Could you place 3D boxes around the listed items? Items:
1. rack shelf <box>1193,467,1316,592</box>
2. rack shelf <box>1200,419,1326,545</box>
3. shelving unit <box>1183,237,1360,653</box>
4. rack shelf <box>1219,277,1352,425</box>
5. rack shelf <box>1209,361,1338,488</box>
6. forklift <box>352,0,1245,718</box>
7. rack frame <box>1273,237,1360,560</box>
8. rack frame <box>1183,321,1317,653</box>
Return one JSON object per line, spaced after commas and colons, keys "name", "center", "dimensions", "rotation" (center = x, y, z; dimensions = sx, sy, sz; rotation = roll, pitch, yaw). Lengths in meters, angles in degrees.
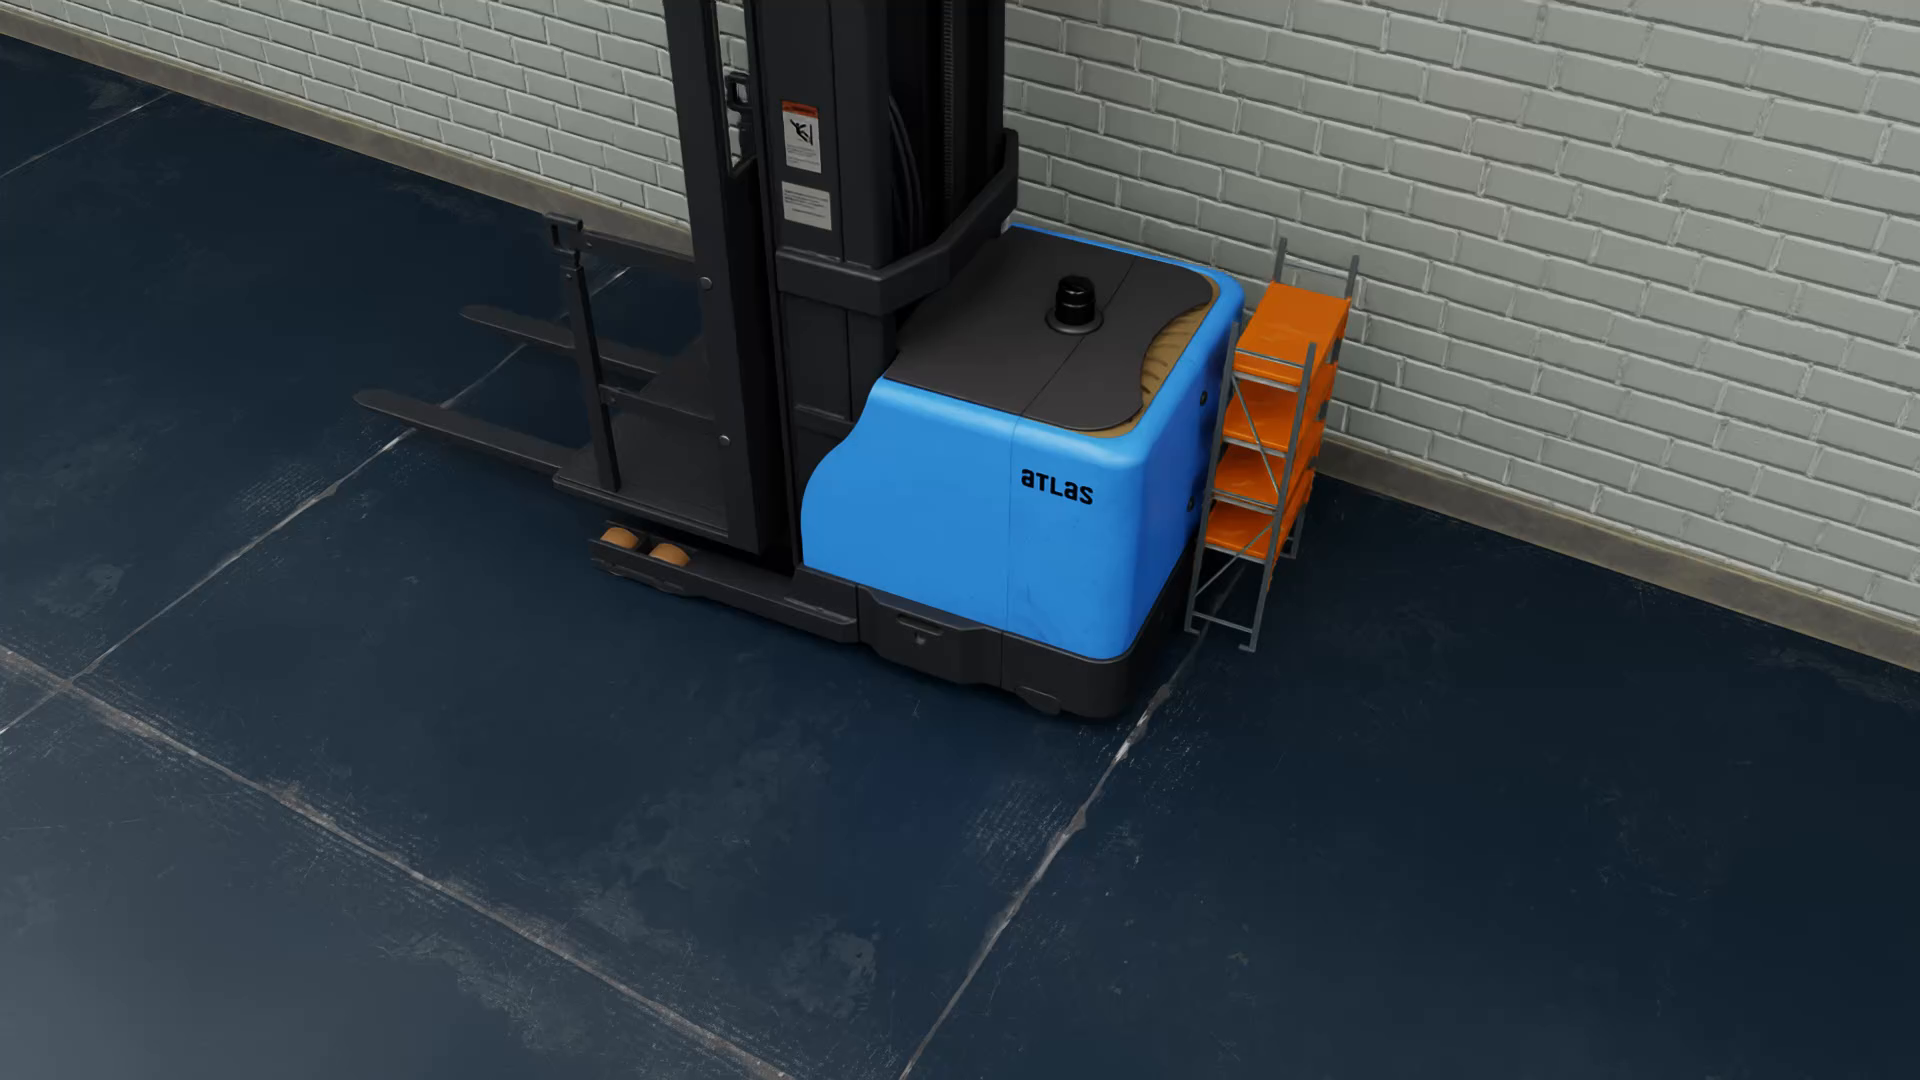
{"name": "rack shelf", "center": [0.944, -0.072, 5.321], "dimensions": [0.258, 0.148, 0.480], "rotation": [17, 44, 17]}
{"name": "rack shelf", "center": [0.949, -0.219, 5.188], "dimensions": [0.258, 0.148, 0.480], "rotation": [17, 44, 17]}
{"name": "shelving unit", "center": [0.950, -0.269, 5.143], "dimensions": [0.258, 1.200, 0.503], "rotation": [17, 44, 17]}
{"name": "rack shelf", "center": [0.959, -0.562, 4.881], "dimensions": [0.258, 0.148, 0.480], "rotation": [17, 44, 17]}
{"name": "rack shelf", "center": [0.954, -0.386, 5.039], "dimensions": [0.258, 0.148, 0.480], "rotation": [17, 44, 17]}
{"name": "forklift", "center": [-0.681, -1.220, 4.918], "dimensions": [3.031, 2.935, 1.130], "rotation": [17, 44, 19]}
{"name": "rack frame", "center": [1.049, -0.417, 5.311], "dimensions": [0.240, 1.200, 0.015], "rotation": [17, 44, 17]}
{"name": "rack frame", "center": [0.851, -0.122, 4.976], "dimensions": [0.240, 1.200, 0.015], "rotation": [17, 44, 17]}
